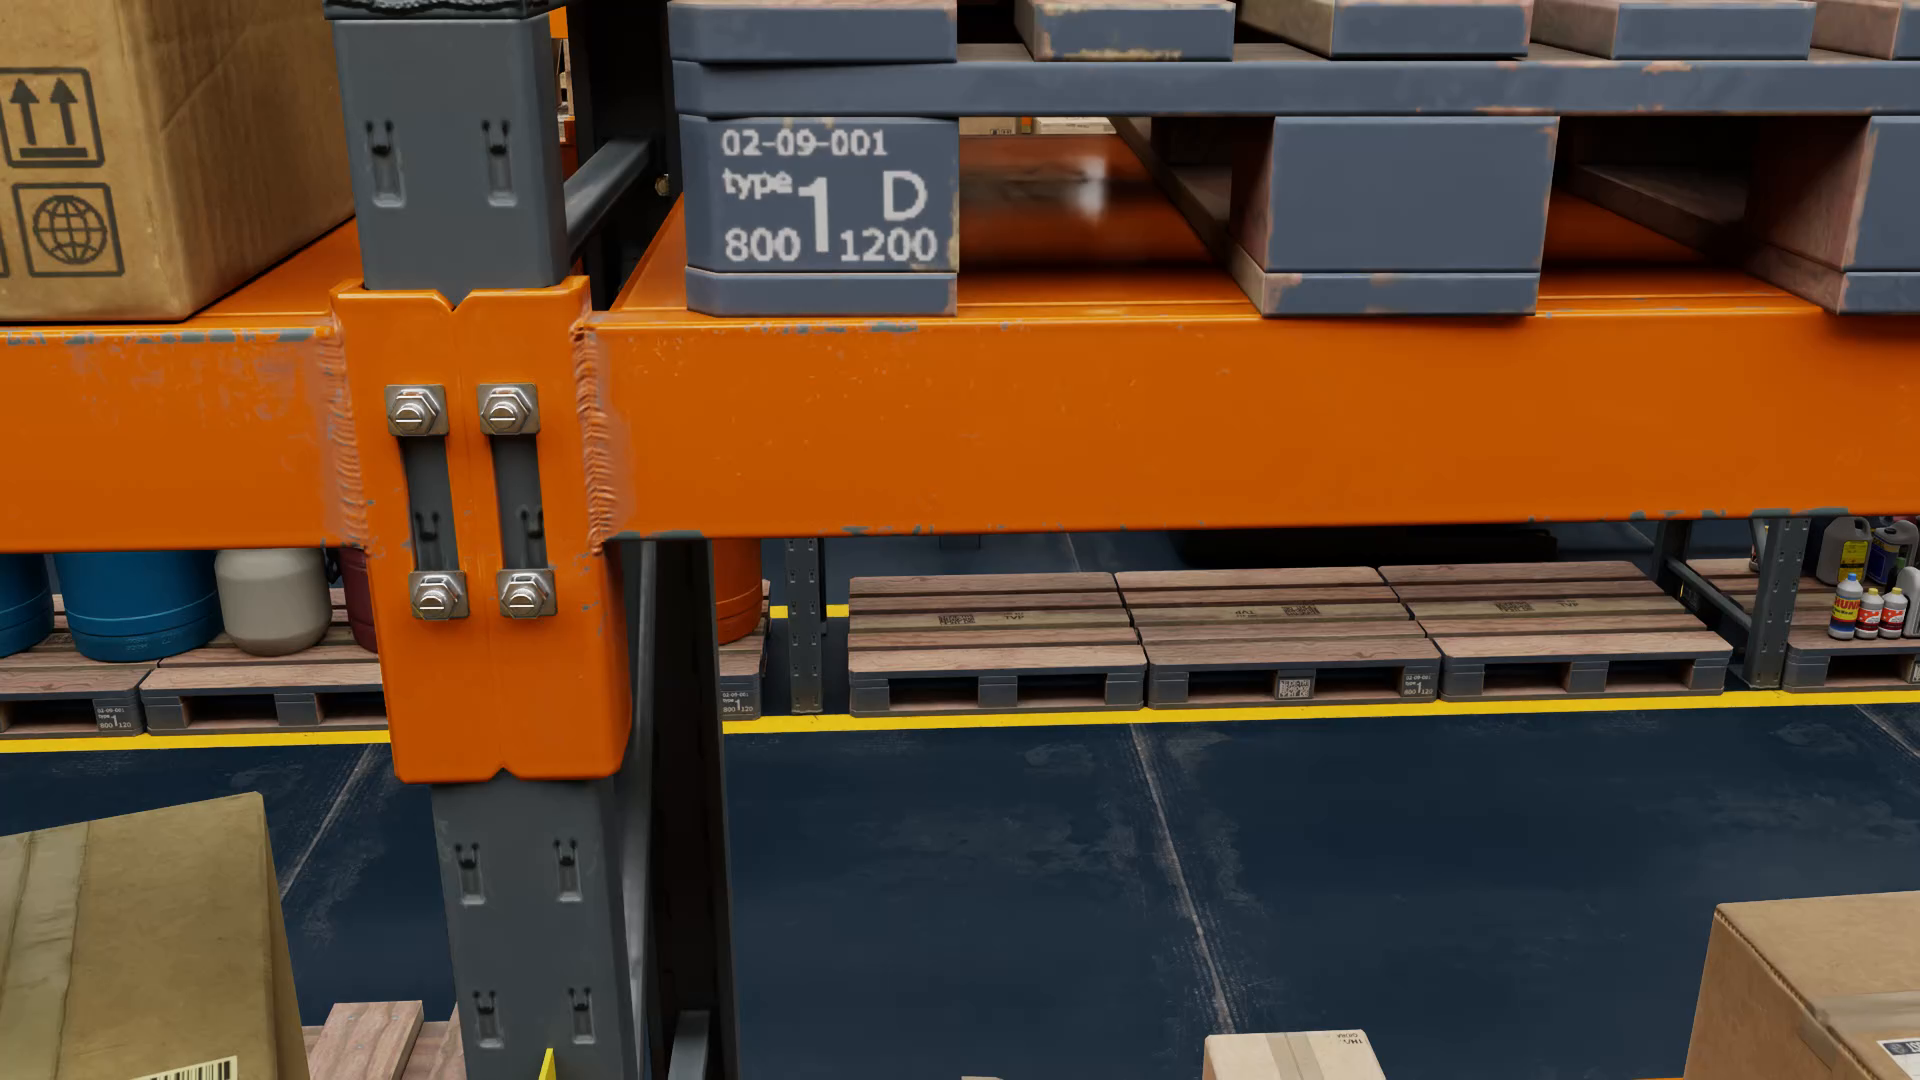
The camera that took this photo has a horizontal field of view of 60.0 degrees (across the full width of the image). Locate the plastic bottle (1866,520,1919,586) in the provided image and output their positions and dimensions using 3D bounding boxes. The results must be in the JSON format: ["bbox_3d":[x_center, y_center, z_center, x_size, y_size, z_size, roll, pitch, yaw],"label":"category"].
[{"bbox_3d":[4.196,0.050,7.482,0.135,0.276,0.152,-1,21,-3],"label":"plastic bottle"}]

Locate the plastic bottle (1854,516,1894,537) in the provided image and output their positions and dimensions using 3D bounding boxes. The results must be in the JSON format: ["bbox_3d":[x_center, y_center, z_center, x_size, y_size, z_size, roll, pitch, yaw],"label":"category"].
[{"bbox_3d":[4.162,-0.037,7.606,0.185,0.351,0.144,-2,21,-6],"label":"plastic bottle"}]

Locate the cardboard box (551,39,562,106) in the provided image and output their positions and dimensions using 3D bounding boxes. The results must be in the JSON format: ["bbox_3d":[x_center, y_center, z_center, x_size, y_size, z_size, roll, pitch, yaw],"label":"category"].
[{"bbox_3d":[-2.983,-3.106,11.013,0.637,0.503,0.797,0,21,-1],"label":"cardboard box"}]

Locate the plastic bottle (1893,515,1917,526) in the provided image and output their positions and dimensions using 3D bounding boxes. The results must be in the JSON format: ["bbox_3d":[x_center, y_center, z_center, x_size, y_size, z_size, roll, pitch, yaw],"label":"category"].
[{"bbox_3d":[4.322,-0.023,7.666,0.133,0.283,0.061,0,21,1],"label":"plastic bottle"}]

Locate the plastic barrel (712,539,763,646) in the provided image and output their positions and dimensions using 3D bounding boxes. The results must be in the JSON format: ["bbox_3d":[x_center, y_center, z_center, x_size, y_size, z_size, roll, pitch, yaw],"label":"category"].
[{"bbox_3d":[-1.137,-0.034,6.956,0.708,0.830,0.600,-1,21,-3],"label":"plastic barrel"}]

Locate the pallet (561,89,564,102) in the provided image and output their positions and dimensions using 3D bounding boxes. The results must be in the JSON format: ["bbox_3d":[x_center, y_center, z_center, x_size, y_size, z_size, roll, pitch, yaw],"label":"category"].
[{"bbox_3d":[-4.337,-4.185,15.666,1.213,0.211,1.003,-1,21,-3],"label":"pallet"}]

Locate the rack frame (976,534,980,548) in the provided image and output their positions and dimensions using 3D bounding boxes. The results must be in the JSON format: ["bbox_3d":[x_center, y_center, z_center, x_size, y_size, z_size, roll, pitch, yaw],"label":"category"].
[{"bbox_3d":[0.093,-0.422,8.466,0.006,0.900,0.240,-1,21,-3],"label":"rack frame"}]

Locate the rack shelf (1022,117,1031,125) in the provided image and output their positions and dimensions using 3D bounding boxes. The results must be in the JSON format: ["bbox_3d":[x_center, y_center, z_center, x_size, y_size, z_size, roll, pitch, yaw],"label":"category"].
[{"bbox_3d":[0.882,-4.096,16.175,4.000,0.370,1.077,-1,21,-3],"label":"rack shelf"}]

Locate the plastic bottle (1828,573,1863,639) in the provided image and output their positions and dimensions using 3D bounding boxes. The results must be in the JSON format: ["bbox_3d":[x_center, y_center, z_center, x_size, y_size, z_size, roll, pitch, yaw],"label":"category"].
[{"bbox_3d":[3.687,0.269,6.915,0.097,0.271,0.097,0,21,0],"label":"plastic bottle"}]

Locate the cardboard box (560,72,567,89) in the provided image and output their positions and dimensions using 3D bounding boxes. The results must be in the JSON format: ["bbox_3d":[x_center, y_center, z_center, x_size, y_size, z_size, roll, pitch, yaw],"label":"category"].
[{"bbox_3d":[-3.657,-4.255,15.345,0.250,0.149,0.380,-2,21,-5],"label":"cardboard box"}]

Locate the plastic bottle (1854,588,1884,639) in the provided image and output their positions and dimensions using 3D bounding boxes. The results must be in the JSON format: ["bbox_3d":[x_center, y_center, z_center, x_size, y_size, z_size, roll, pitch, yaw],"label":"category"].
[{"bbox_3d":[3.789,0.300,6.933,0.097,0.201,0.097,0,21,0],"label":"plastic bottle"}]

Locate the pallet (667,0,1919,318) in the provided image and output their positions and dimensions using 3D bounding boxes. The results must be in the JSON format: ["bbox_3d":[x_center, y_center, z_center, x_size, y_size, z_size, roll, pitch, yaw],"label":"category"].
[{"bbox_3d":[0.302,-0.468,1.684,1.003,0.211,1.213,0,21,-1],"label":"pallet"}]

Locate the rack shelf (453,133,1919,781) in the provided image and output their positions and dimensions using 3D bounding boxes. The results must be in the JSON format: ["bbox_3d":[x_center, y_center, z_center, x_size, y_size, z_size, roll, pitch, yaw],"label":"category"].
[{"bbox_3d":[1.626,-0.215,1.765,4.000,0.370,1.077,-1,21,-3],"label":"rack shelf"}]

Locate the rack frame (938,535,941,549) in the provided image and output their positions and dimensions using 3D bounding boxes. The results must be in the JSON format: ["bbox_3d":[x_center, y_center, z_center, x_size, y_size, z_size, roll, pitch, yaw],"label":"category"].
[{"bbox_3d":[-0.110,-0.418,8.455,0.006,0.900,0.240,-1,21,-3],"label":"rack frame"}]

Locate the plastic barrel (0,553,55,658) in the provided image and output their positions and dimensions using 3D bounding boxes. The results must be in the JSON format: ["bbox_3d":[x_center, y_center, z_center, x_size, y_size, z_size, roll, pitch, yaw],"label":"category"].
[{"bbox_3d":[-4.099,-0.008,6.784,0.708,0.901,0.600,-1,21,-3],"label":"plastic barrel"}]

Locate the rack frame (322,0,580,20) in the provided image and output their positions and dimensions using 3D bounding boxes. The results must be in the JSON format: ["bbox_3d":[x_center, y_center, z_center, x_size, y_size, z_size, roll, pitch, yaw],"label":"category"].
[{"bbox_3d":[-0.371,-1.912,0.997,0.127,3.000,1.000,-1,21,-3],"label":"rack frame"}]

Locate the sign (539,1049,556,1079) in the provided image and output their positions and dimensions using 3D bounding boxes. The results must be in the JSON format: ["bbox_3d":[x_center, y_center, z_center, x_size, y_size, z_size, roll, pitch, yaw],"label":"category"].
[{"bbox_3d":[-0.330,0.580,1.367,0.005,0.325,0.100,-1,21,-3],"label":"sign"}]

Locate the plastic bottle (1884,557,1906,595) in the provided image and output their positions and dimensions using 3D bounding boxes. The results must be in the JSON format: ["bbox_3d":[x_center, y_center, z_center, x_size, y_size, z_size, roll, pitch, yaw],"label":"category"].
[{"bbox_3d":[4.002,0.209,7.055,0.133,0.283,0.061,-1,21,-3],"label":"plastic bottle"}]

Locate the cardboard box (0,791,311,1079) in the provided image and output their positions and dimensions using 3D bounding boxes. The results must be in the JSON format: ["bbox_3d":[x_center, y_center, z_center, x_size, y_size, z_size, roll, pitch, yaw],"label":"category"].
[{"bbox_3d":[-0.993,0.701,1.833,0.500,0.500,0.700,-8,22,-21],"label":"cardboard box"}]

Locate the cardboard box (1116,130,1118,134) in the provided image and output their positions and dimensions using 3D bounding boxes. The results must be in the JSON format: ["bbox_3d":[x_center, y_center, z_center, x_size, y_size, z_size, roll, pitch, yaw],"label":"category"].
[{"bbox_3d":[1.336,-2.886,11.249,0.637,0.503,0.797,1,21,2],"label":"cardboard box"}]

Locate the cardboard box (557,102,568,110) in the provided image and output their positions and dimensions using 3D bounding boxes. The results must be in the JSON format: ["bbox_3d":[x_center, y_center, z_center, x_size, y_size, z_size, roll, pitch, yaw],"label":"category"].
[{"bbox_3d":[-2.958,-2.729,11.432,0.500,0.500,0.500,-1,21,-3],"label":"cardboard box"}]

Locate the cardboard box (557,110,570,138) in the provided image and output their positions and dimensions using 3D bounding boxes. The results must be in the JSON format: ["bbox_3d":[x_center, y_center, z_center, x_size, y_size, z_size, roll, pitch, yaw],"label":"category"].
[{"bbox_3d":[-2.427,-2.557,10.980,0.500,0.500,0.500,-2,21,-5],"label":"cardboard box"}]

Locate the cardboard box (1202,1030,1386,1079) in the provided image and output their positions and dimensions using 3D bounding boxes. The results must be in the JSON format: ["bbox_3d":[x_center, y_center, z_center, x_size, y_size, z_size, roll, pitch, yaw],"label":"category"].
[{"bbox_3d":[0.512,0.892,2.415,0.250,0.149,0.380,-1,21,-3],"label":"cardboard box"}]

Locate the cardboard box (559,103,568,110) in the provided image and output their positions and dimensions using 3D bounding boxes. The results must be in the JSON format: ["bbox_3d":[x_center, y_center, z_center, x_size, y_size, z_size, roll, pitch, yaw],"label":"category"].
[{"bbox_3d":[-2.459,-2.738,11.457,0.500,0.500,0.500,-2,21,-4],"label":"cardboard box"}]

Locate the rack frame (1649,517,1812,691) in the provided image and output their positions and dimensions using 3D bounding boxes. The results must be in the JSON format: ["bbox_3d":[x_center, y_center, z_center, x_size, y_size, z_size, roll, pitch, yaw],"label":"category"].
[{"bbox_3d":[3.344,-0.950,6.899,0.127,3.000,1.000,-1,21,-3],"label":"rack frame"}]

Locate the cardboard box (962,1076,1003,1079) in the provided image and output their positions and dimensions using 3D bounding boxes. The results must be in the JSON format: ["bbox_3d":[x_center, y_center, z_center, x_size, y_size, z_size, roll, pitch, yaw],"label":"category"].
[{"bbox_3d":[-0.005,0.941,2.059,0.500,0.311,0.500,0,21,0],"label":"cardboard box"}]

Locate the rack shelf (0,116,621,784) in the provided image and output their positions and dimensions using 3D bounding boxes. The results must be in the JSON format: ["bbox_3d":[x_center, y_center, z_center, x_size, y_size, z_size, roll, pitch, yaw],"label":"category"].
[{"bbox_3d":[-2.367,-0.134,1.552,4.000,0.370,1.077,-1,21,-3],"label":"rack shelf"}]

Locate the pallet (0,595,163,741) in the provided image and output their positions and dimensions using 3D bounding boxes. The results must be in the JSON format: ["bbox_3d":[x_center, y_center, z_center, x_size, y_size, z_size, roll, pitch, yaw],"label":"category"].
[{"bbox_3d":[-3.870,0.515,6.971,1.213,0.211,1.003,-1,21,-3],"label":"pallet"}]

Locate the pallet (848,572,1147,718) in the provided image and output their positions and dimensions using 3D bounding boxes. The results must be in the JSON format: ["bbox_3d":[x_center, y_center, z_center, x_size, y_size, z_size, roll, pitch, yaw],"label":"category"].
[{"bbox_3d":[0.126,0.433,7.187,1.213,0.211,1.003,-1,21,-3],"label":"pallet"}]

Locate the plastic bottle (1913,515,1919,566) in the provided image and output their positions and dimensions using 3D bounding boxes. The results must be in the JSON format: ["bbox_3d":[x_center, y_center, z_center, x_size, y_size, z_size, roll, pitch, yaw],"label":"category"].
[{"bbox_3d":[4.484,-0.043,7.623,0.185,0.351,0.144,-1,21,-3],"label":"plastic bottle"}]

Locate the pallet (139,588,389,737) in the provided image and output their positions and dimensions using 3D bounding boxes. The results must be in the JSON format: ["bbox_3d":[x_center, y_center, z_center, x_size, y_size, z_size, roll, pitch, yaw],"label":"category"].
[{"bbox_3d":[-2.649,0.489,7.039,1.213,0.211,1.003,-1,21,-3],"label":"pallet"}]

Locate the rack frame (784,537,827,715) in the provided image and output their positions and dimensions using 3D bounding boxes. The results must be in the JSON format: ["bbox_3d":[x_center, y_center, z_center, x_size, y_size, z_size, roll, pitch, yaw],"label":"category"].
[{"bbox_3d":[-0.650,-0.868,6.686,0.127,3.000,1.000,-1,21,-3],"label":"rack frame"}]

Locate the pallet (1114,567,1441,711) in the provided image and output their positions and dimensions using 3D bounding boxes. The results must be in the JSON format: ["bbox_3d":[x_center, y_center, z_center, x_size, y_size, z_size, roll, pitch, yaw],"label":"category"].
[{"bbox_3d":[1.341,0.409,7.250,1.213,0.211,1.003,-1,21,-3],"label":"pallet"}]

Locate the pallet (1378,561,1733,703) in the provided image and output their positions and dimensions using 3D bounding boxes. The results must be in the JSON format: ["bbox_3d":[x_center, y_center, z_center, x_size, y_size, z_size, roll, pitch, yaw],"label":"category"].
[{"bbox_3d":[2.562,0.383,7.318,1.213,0.211,1.003,-1,21,-3],"label":"pallet"}]

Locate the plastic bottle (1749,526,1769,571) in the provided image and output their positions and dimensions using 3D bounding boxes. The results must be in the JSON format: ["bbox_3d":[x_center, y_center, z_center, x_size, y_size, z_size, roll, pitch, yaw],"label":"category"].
[{"bbox_3d":[3.688,0.034,7.629,0.097,0.201,0.097,0,21,0],"label":"plastic bottle"}]

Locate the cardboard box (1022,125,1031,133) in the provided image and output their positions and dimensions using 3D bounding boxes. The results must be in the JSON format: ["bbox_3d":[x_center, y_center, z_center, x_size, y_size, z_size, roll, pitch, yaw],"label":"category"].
[{"bbox_3d":[0.560,-5.155,21.049,0.625,0.372,0.950,0,21,-1],"label":"cardboard box"}]

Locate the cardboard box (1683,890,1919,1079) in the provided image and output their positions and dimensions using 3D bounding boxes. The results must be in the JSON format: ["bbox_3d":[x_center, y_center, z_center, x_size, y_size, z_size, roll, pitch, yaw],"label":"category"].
[{"bbox_3d":[1.304,0.805,2.151,0.500,0.500,0.500,-2,21,-6],"label":"cardboard box"}]

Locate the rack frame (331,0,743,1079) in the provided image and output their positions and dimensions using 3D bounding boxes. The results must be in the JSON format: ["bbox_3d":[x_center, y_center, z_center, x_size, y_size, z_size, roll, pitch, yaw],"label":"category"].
[{"bbox_3d":[-0.371,0.891,2.064,0.127,3.000,1.000,-1,21,-3],"label":"rack frame"}]

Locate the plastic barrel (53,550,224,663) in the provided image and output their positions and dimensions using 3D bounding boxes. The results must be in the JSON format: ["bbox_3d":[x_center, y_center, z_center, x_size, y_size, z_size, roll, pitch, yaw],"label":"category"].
[{"bbox_3d":[-3.392,-0.022,6.822,0.708,0.901,0.600,-1,21,-3],"label":"plastic barrel"}]

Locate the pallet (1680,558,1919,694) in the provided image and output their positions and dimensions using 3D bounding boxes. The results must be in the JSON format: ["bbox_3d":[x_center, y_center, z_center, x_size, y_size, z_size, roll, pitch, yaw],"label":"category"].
[{"bbox_3d":[4.017,0.355,7.393,1.213,0.211,1.003,-1,21,-3],"label":"pallet"}]

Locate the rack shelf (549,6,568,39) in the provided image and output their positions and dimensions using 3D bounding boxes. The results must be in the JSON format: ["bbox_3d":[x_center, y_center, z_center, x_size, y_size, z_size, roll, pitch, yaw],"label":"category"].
[{"bbox_3d":[-2.646,-1.893,6.174,4.000,0.370,1.077,-1,21,-3],"label":"rack shelf"}]

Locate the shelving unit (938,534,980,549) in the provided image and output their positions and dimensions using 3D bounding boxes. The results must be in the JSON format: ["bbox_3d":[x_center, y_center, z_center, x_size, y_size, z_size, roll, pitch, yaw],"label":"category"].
[{"bbox_3d":[-0.008,-0.420,8.460,0.210,0.900,0.258,-1,21,-3],"label":"shelving unit"}]

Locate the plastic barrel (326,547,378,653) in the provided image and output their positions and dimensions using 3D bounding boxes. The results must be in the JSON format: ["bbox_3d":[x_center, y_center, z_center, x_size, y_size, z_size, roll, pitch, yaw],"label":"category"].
[{"bbox_3d":[-2.264,0.101,6.938,0.708,0.588,0.600,-1,21,-3],"label":"plastic barrel"}]

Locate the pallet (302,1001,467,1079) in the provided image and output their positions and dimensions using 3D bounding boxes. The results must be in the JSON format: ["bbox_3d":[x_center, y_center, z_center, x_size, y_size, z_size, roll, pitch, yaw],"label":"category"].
[{"bbox_3d":[-1.043,1.020,1.997,1.003,0.211,1.213,-1,21,-3],"label":"pallet"}]

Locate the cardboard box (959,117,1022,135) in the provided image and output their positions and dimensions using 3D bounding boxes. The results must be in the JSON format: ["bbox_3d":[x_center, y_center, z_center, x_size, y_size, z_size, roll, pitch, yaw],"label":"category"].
[{"bbox_3d":[0.156,-2.943,11.404,0.500,0.500,0.700,2,21,5],"label":"cardboard box"}]

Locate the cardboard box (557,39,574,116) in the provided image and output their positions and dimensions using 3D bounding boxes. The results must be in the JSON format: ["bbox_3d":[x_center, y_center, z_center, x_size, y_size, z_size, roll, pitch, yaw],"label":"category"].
[{"bbox_3d":[-2.314,-3.122,11.055,0.637,0.503,0.797,-1,21,-2],"label":"cardboard box"}]

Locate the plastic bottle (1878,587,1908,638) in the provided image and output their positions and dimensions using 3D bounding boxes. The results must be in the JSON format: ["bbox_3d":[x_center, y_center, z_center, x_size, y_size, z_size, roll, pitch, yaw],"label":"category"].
[{"bbox_3d":[3.890,0.298,6.938,0.097,0.201,0.097,0,21,0],"label":"plastic bottle"}]

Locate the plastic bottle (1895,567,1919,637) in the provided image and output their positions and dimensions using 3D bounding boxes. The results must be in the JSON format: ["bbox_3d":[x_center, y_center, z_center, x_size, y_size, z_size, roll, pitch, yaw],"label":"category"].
[{"bbox_3d":[4.008,0.251,6.957,0.135,0.276,0.152,0,21,-1],"label":"plastic bottle"}]

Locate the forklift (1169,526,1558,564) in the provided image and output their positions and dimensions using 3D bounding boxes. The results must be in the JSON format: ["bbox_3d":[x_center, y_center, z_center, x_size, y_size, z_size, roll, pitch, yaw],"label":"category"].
[{"bbox_3d":[2.581,-1.428,8.253,3.031,2.935,1.130,-1,21,-1],"label":"forklift"}]

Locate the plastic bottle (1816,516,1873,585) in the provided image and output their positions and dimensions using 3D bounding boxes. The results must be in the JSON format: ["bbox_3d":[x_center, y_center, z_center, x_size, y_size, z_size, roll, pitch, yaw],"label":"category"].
[{"bbox_3d":[3.979,0.018,7.461,0.185,0.351,0.144,-1,21,-3],"label":"plastic bottle"}]

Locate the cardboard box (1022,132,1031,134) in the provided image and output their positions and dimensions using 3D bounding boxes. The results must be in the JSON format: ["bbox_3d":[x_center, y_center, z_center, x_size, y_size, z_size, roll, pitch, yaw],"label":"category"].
[{"bbox_3d":[0.371,-3.536,16.264,0.750,0.750,1.050,-1,21,-2],"label":"cardboard box"}]

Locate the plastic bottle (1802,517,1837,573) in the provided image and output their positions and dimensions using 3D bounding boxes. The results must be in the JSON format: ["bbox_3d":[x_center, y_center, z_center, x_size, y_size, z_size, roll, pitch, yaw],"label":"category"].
[{"bbox_3d":[3.970,-0.033,7.596,0.185,0.351,0.144,-2,21,-4],"label":"plastic bottle"}]

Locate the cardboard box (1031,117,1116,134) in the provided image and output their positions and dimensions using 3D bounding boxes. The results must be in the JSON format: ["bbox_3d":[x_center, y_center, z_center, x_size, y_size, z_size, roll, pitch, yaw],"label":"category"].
[{"bbox_3d":[0.754,-2.706,11.134,0.500,0.250,0.500,-2,21,-5],"label":"cardboard box"}]

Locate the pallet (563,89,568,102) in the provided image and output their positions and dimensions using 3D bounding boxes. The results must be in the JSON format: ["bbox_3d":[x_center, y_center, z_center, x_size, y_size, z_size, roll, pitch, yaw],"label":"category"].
[{"bbox_3d":[-3.089,-4.247,15.831,1.213,0.211,1.003,-1,21,-3],"label":"pallet"}]

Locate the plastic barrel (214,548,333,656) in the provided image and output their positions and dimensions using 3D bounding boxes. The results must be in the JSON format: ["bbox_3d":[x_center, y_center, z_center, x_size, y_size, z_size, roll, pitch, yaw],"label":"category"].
[{"bbox_3d":[-2.823,0.180,6.838,0.421,0.512,0.421,0,21,0],"label":"plastic barrel"}]

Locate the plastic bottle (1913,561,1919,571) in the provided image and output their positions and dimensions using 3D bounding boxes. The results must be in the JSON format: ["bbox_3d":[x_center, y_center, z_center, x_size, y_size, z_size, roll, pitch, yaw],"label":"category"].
[{"bbox_3d":[4.165,0.163,7.083,0.185,0.351,0.144,-1,21,-3],"label":"plastic bottle"}]

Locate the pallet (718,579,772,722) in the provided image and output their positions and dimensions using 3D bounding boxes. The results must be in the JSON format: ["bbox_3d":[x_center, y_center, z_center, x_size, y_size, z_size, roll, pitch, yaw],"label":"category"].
[{"bbox_3d":[-1.434,0.466,7.101,1.213,0.211,1.003,-1,21,-3],"label":"pallet"}]

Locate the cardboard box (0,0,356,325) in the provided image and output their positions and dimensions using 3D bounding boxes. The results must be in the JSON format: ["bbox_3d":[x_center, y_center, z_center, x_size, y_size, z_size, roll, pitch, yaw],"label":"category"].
[{"bbox_3d":[-0.804,-0.536,1.458,0.500,0.500,0.910,-1,21,-3],"label":"cardboard box"}]
